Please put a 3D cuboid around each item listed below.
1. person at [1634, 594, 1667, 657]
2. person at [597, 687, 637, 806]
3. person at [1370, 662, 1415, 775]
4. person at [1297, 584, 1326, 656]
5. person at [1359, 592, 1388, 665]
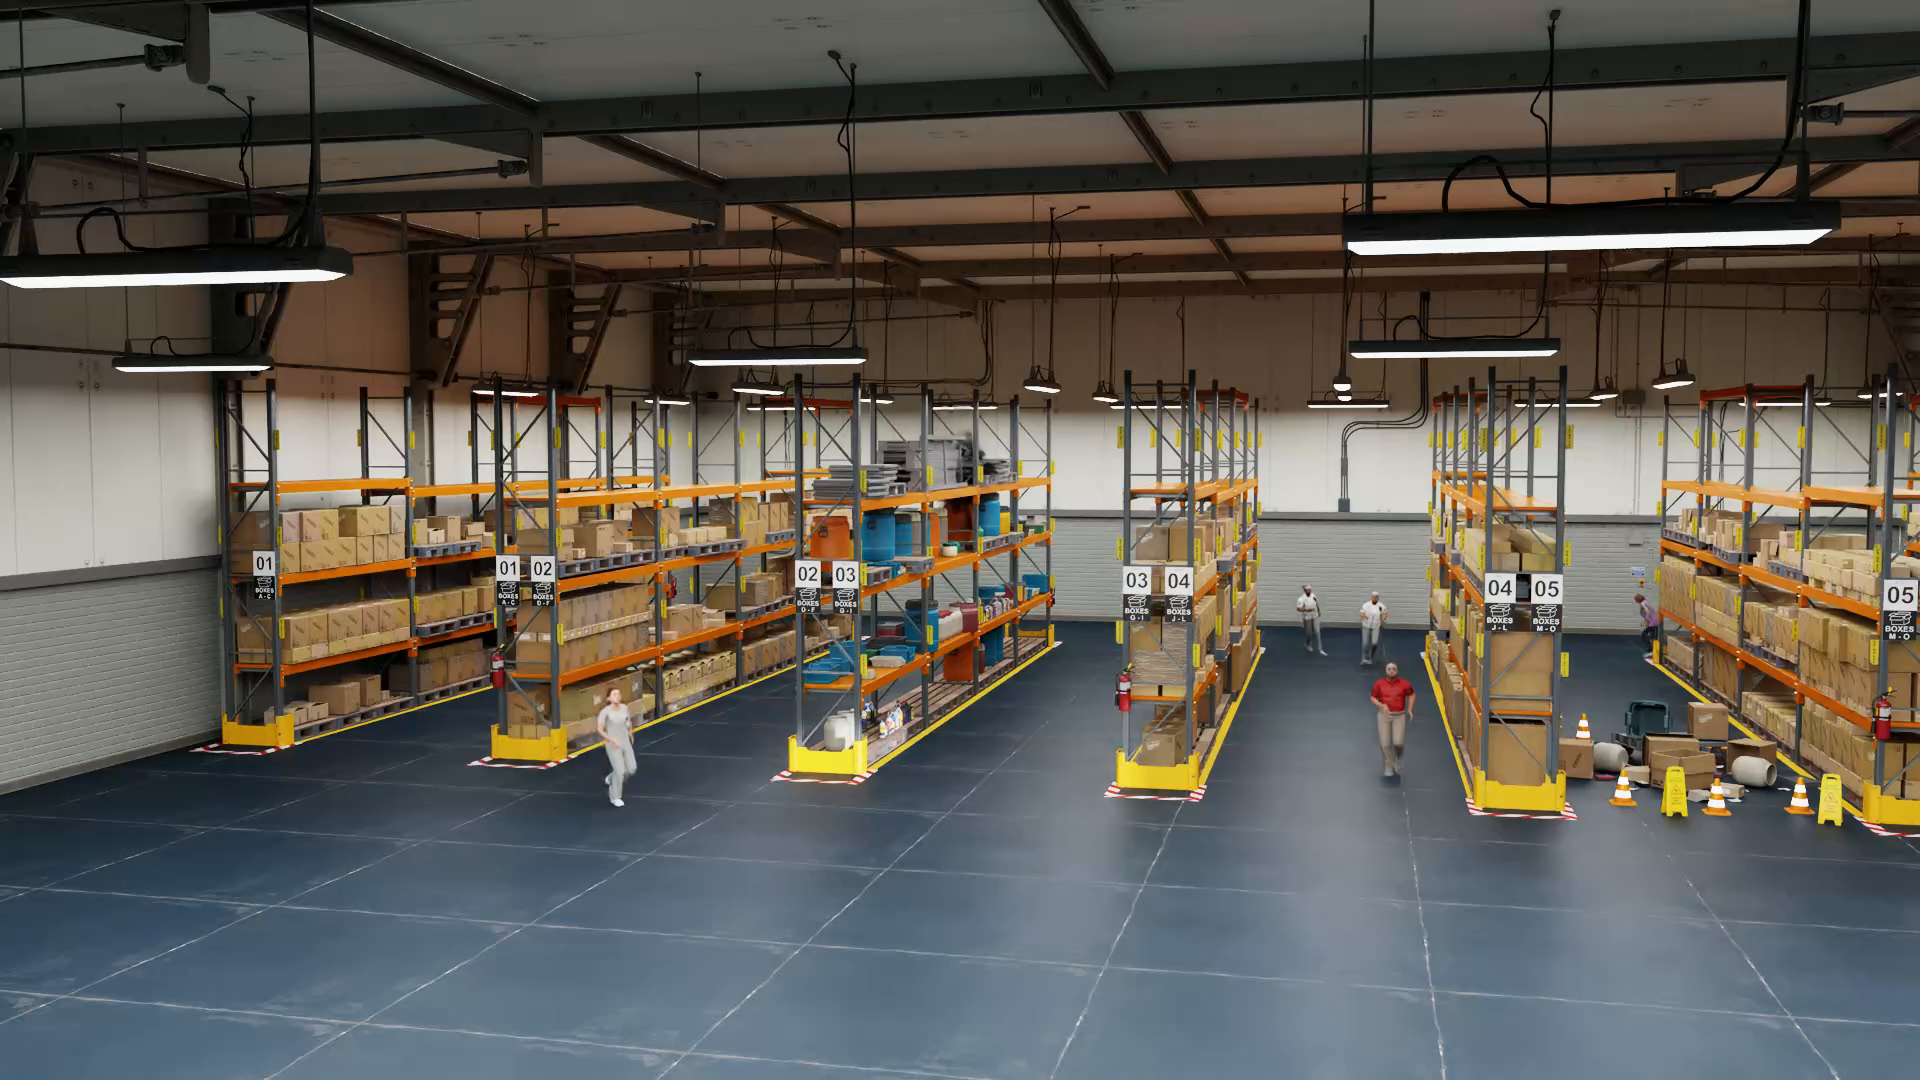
[{"bbox_3d":[16.081,1.993,38.462,0.925,1.468,0.532,2,4,26],"label":"person"},{"bbox_3d":[-4.710,2.823,22.836,0.535,1.633,0.571,3,5,44],"label":"person"},{"bbox_3d":[6.435,2.672,24.760,0.652,1.682,0.602,1,4,16],"label":"person"},{"bbox_3d":[8.139,1.833,38.846,0.605,1.659,0.915,-1,3,-9],"label":"person"},{"bbox_3d":[9.191,1.977,36.992,0.609,1.660,0.643,1,4,17],"label":"person"}]
